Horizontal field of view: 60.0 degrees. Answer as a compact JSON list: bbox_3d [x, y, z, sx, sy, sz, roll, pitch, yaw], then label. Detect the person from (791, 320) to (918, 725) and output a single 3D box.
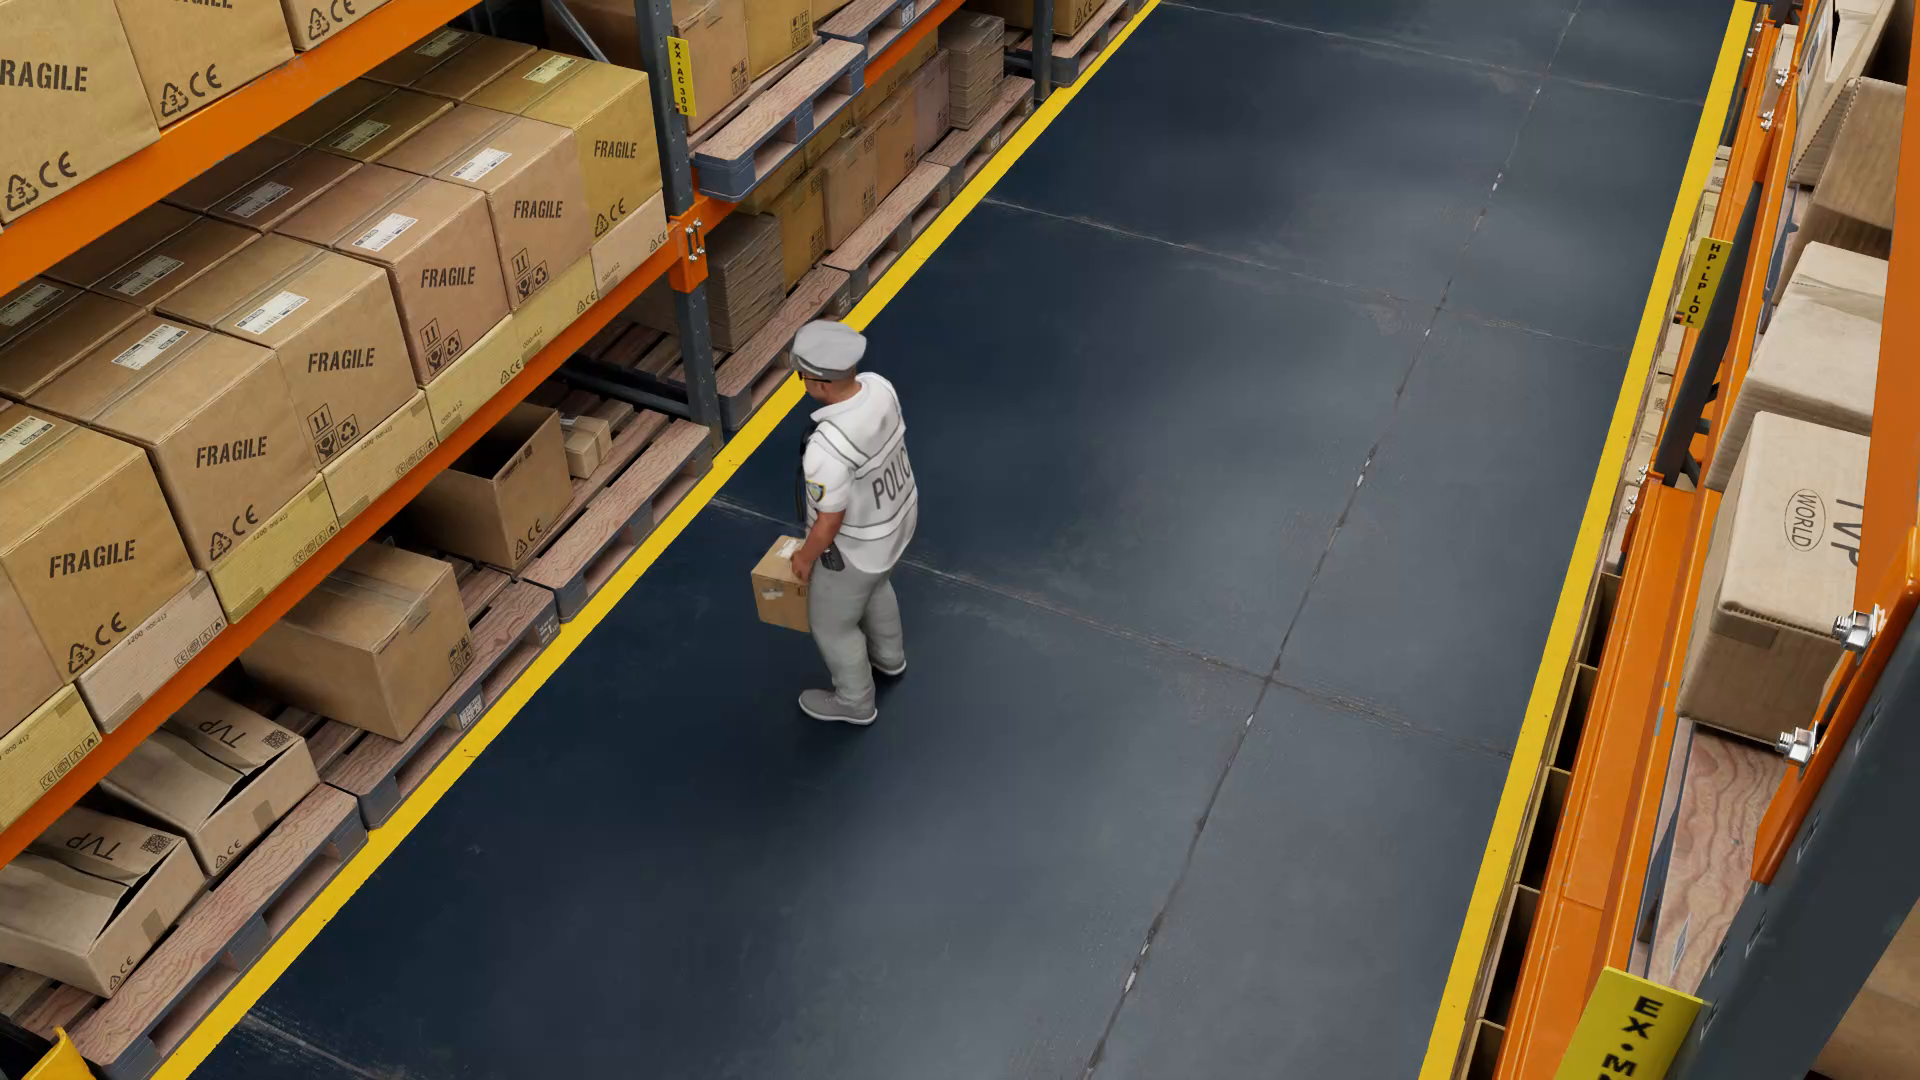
[{"bbox_3d":[-0.394,-0.033,6.185,0.434,1.756,0.560,16,44,17],"label":"person"}]
